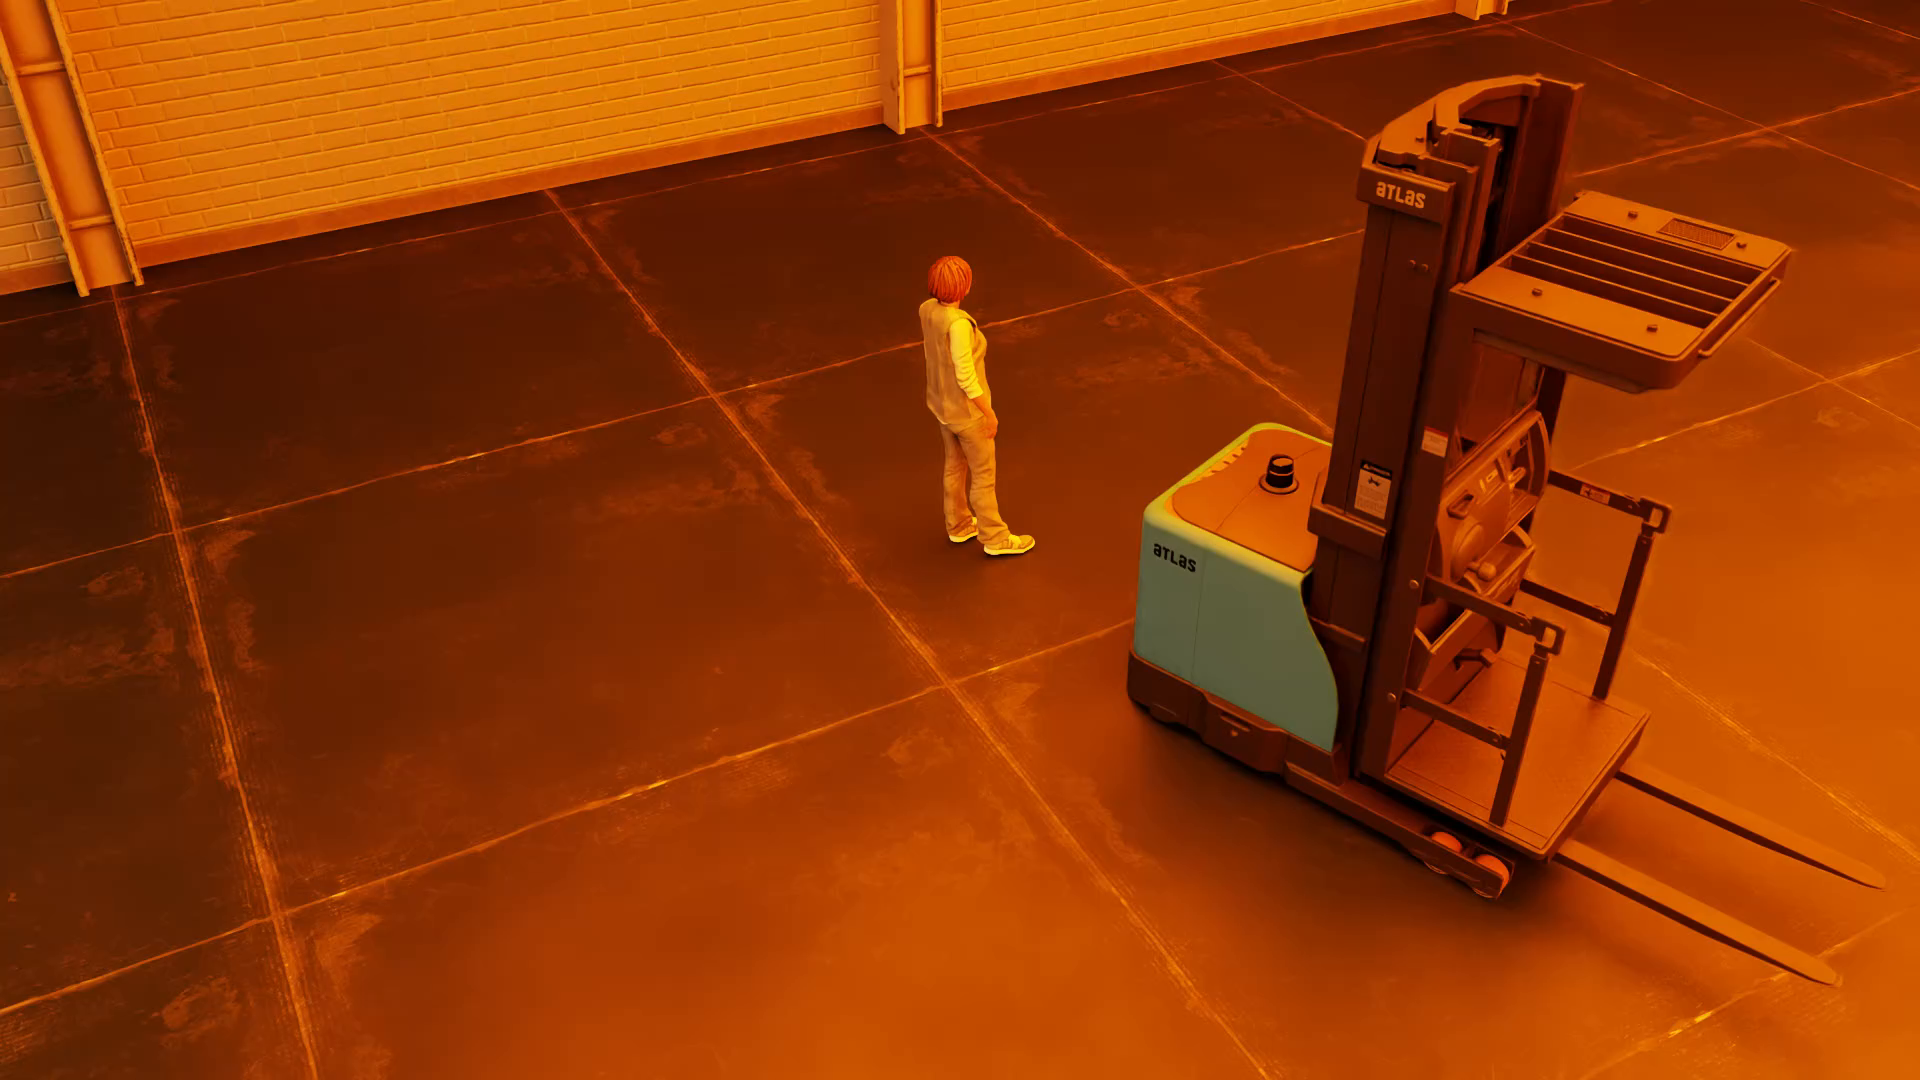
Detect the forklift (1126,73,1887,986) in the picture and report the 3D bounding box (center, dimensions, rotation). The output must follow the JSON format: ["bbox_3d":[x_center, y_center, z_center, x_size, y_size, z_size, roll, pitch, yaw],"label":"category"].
[{"bbox_3d":[2.210,-0.118,6.291,3.031,2.935,1.130,26,43,32],"label":"forklift"}]

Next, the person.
[{"bbox_3d":[0.073,-0.665,8.220,0.473,1.585,0.520,-17,39,-23],"label":"person"}]
